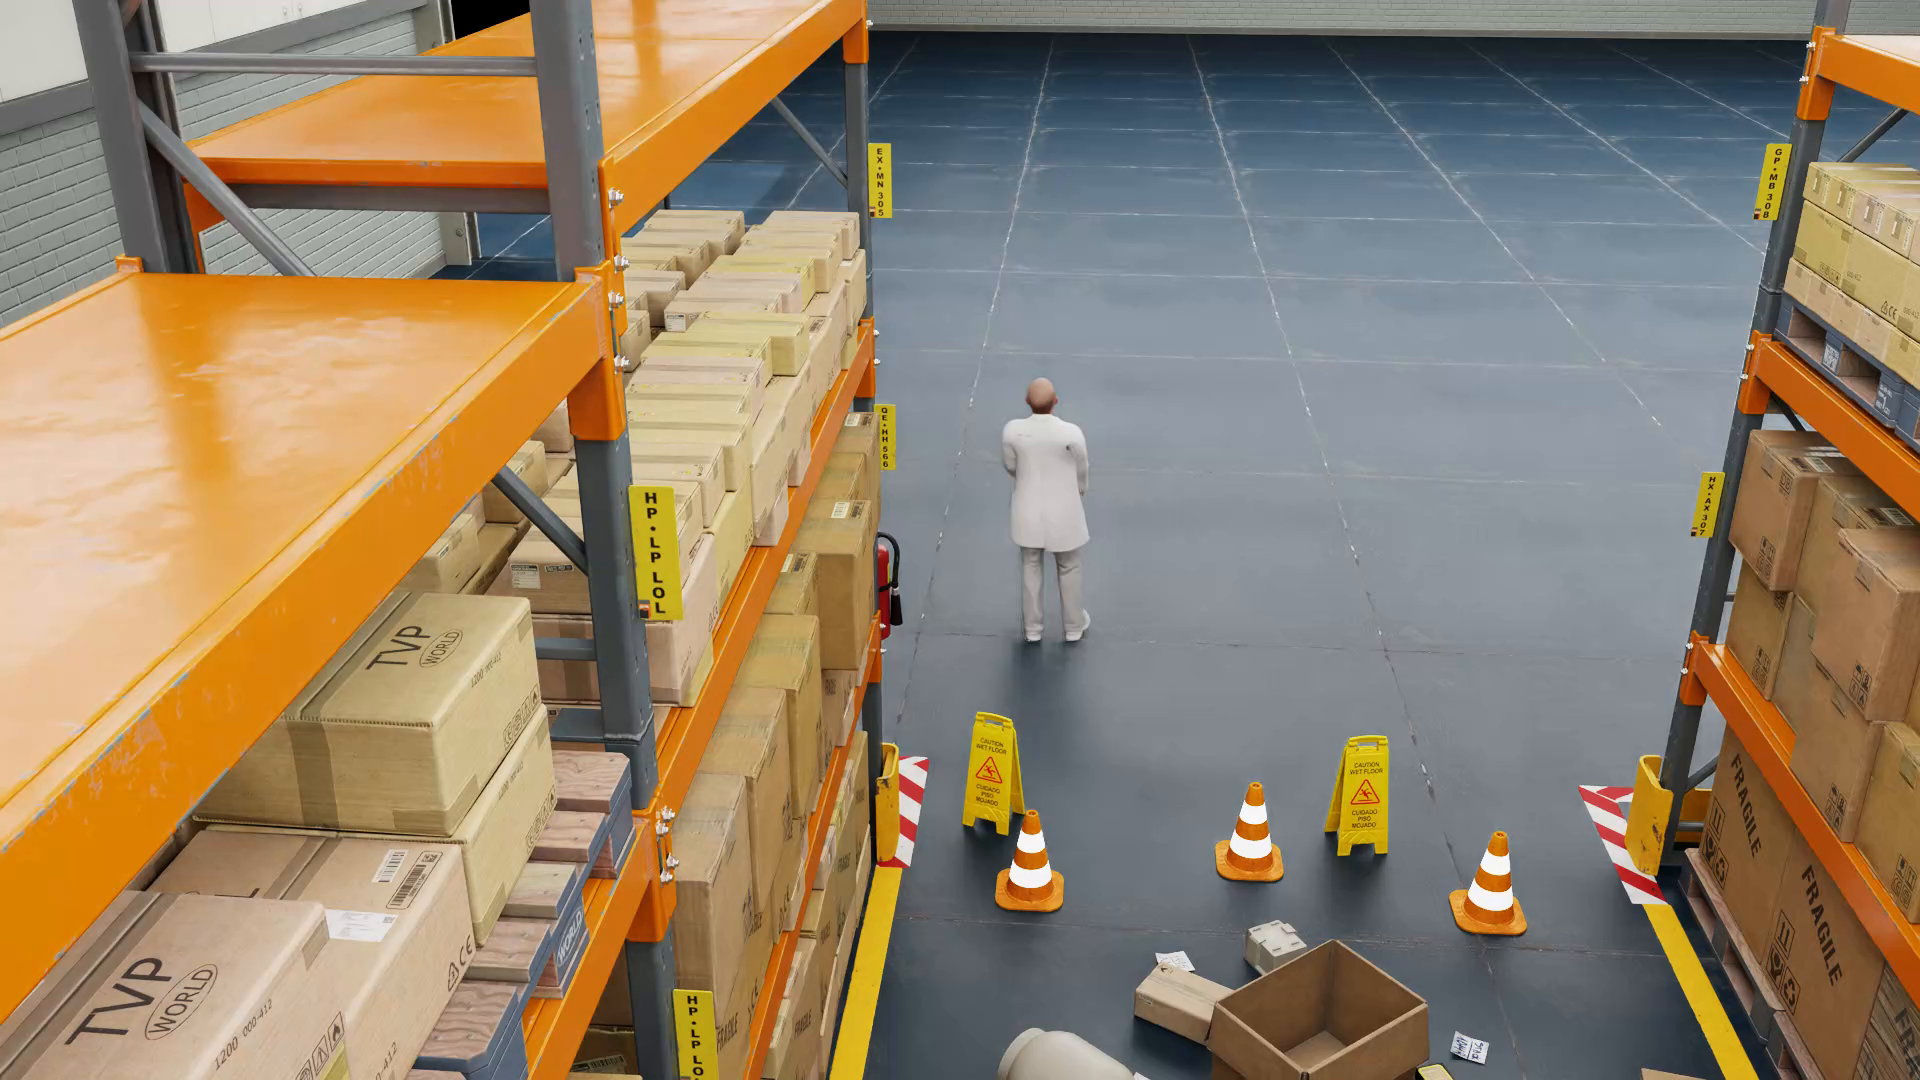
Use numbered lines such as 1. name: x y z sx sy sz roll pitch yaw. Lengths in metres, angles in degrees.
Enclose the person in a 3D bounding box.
1. person: 0.563 -0.218 10.517 0.557 1.780 0.528 7 25 16
